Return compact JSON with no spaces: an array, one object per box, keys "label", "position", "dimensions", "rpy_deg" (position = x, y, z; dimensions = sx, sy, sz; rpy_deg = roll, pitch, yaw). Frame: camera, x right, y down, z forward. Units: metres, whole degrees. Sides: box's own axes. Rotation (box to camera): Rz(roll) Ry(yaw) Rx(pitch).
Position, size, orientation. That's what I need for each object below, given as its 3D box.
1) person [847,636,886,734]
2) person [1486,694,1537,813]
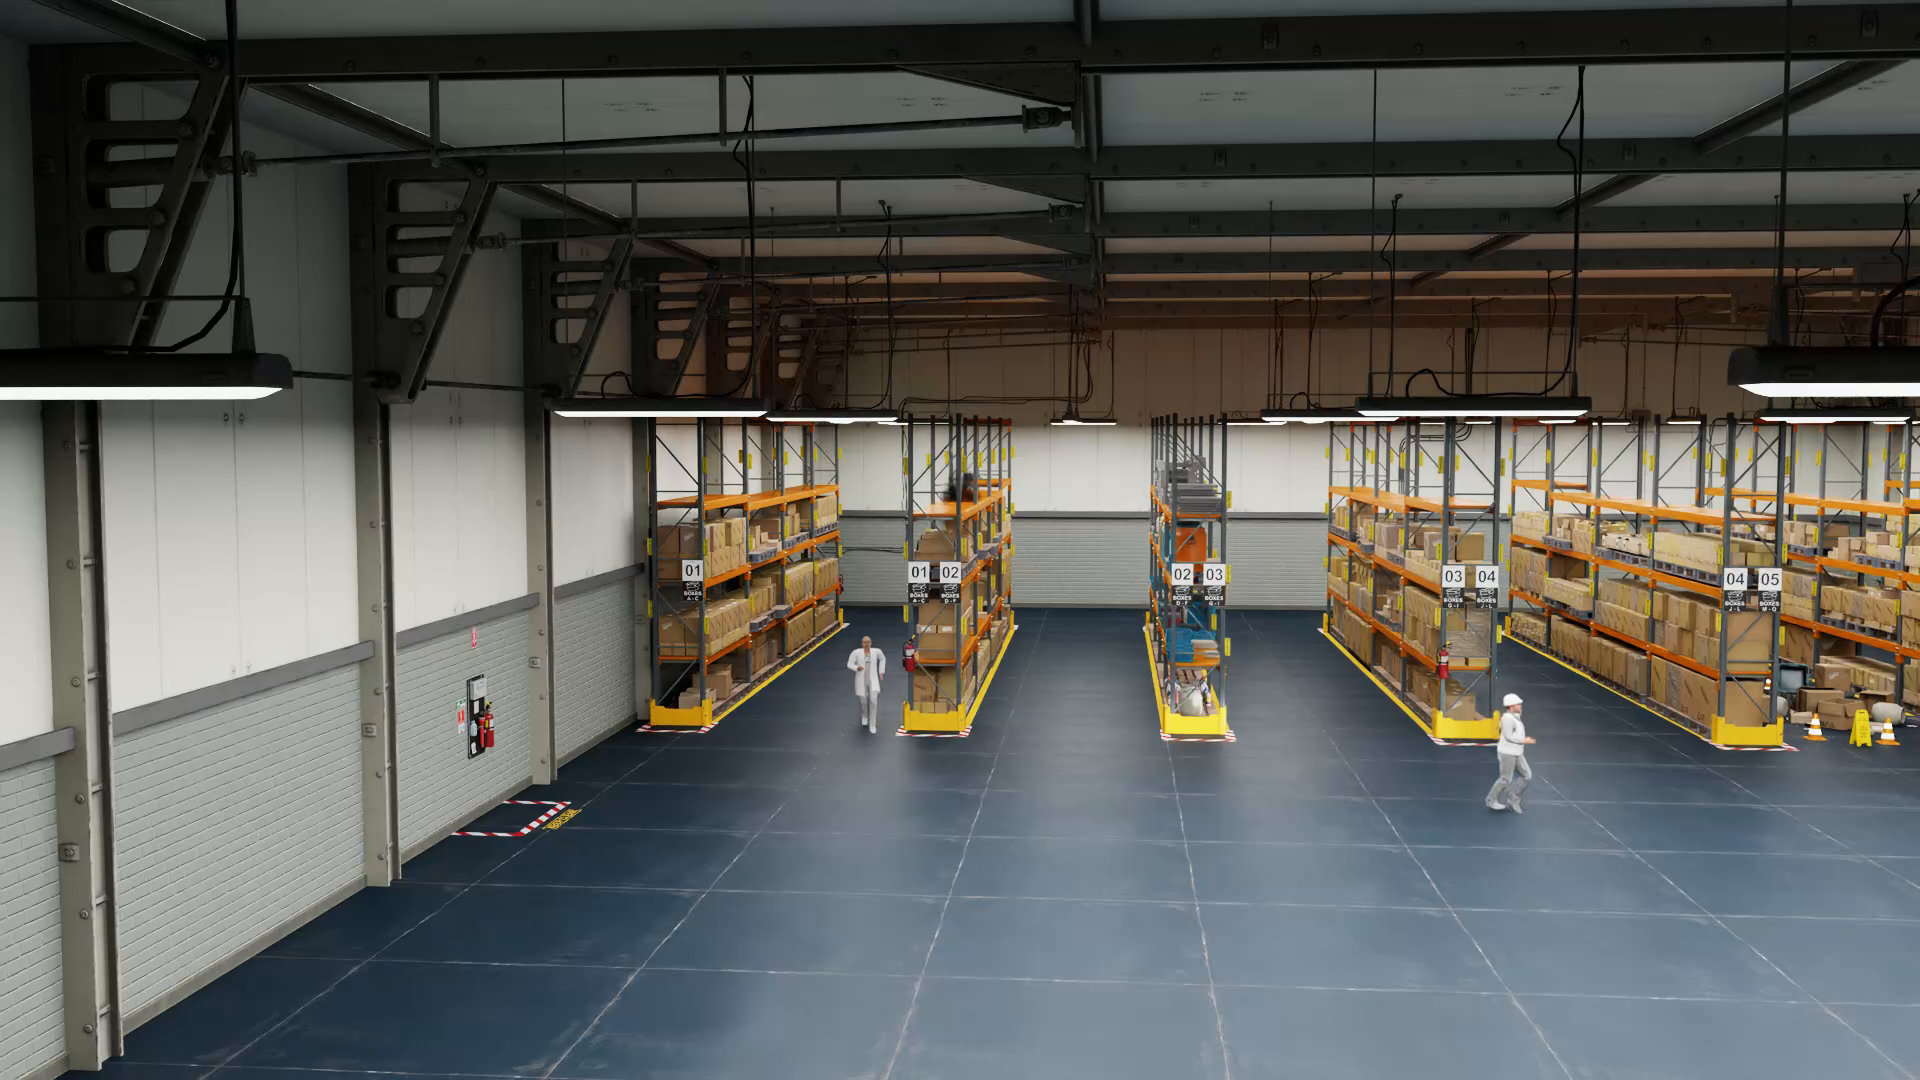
[{"label":"person","position":[-1.774,2.720,31.575],"dimensions":[0.733,1.816,0.996],"rpy_deg":[0,4,-4]},{"label":"person","position":[8.206,3.193,24.700],"dimensions":[0.726,1.829,0.669],"rpy_deg":[3,5,33]}]
